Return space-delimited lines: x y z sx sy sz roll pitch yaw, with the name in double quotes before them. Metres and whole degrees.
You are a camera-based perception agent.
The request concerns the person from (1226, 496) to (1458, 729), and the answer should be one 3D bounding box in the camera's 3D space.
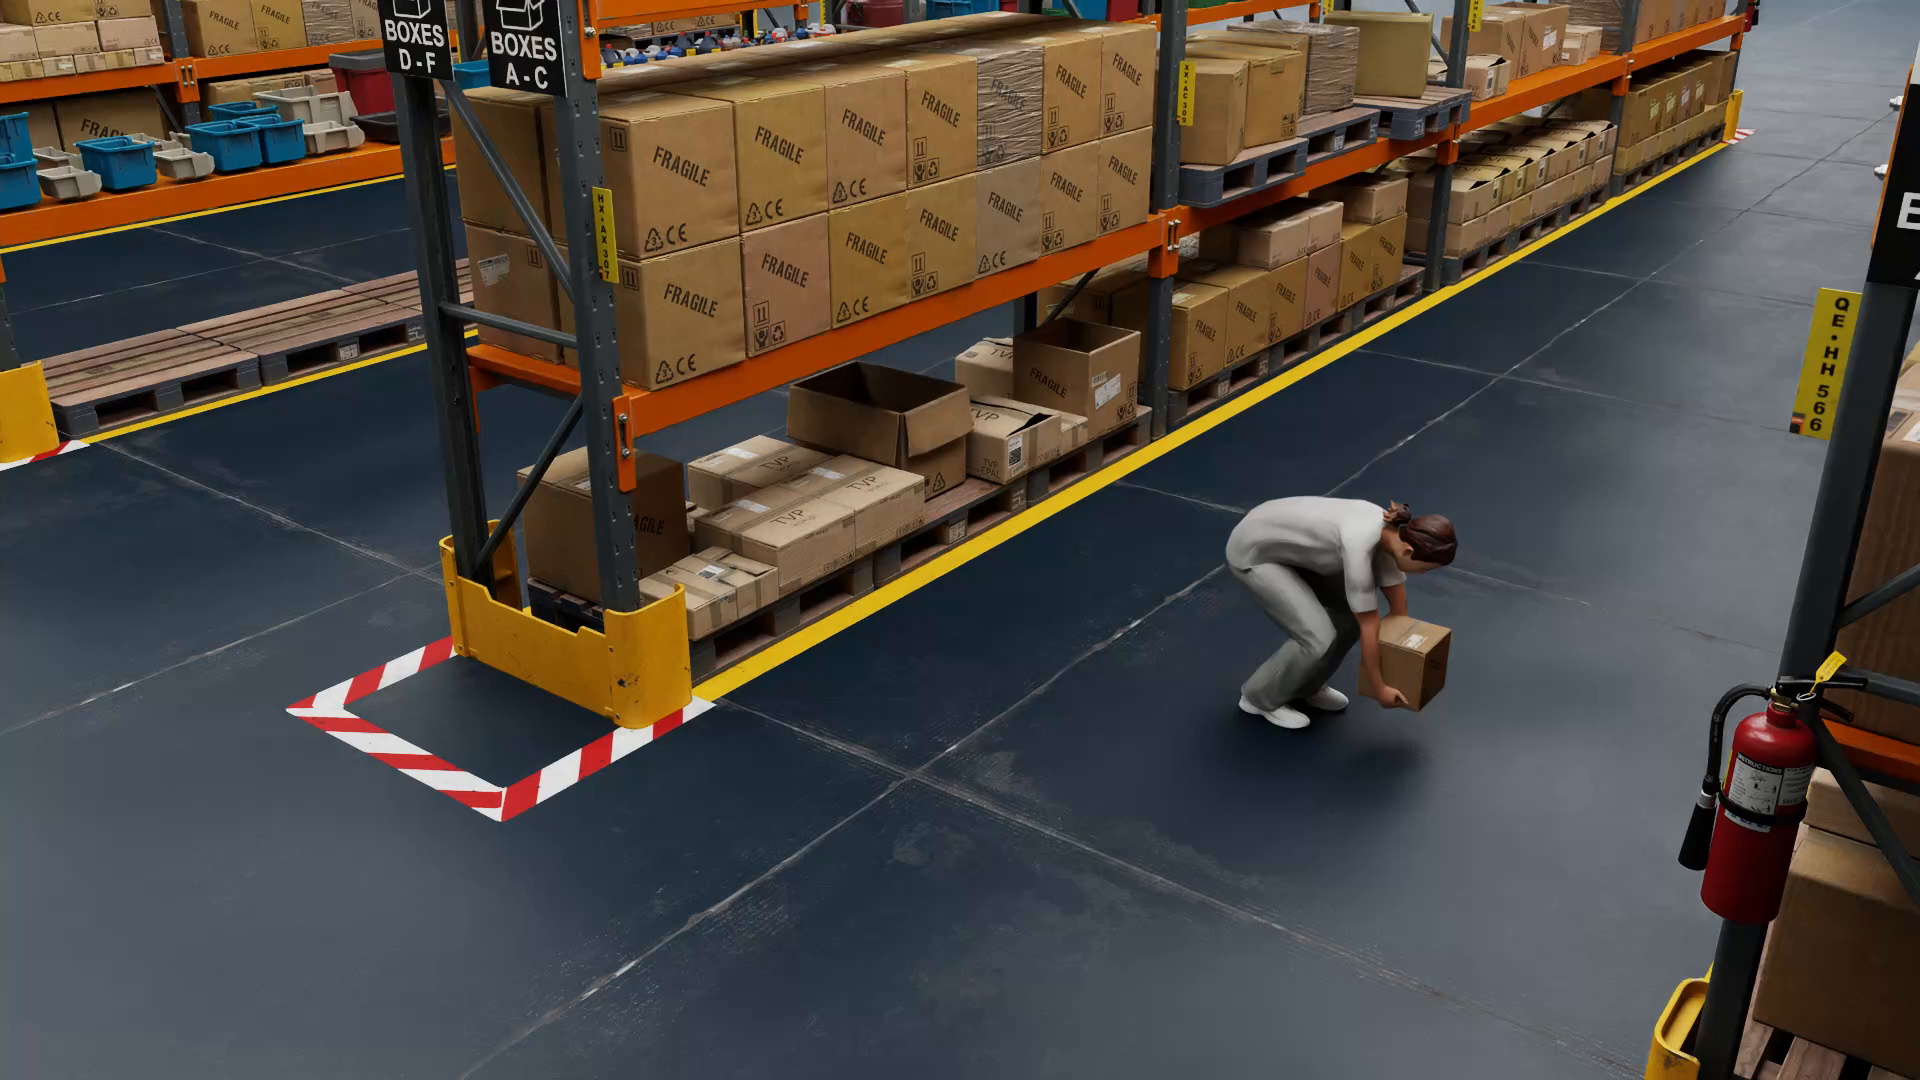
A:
"person" 1.434 0.269 6.386 0.862 0.955 0.464 15 28 31
